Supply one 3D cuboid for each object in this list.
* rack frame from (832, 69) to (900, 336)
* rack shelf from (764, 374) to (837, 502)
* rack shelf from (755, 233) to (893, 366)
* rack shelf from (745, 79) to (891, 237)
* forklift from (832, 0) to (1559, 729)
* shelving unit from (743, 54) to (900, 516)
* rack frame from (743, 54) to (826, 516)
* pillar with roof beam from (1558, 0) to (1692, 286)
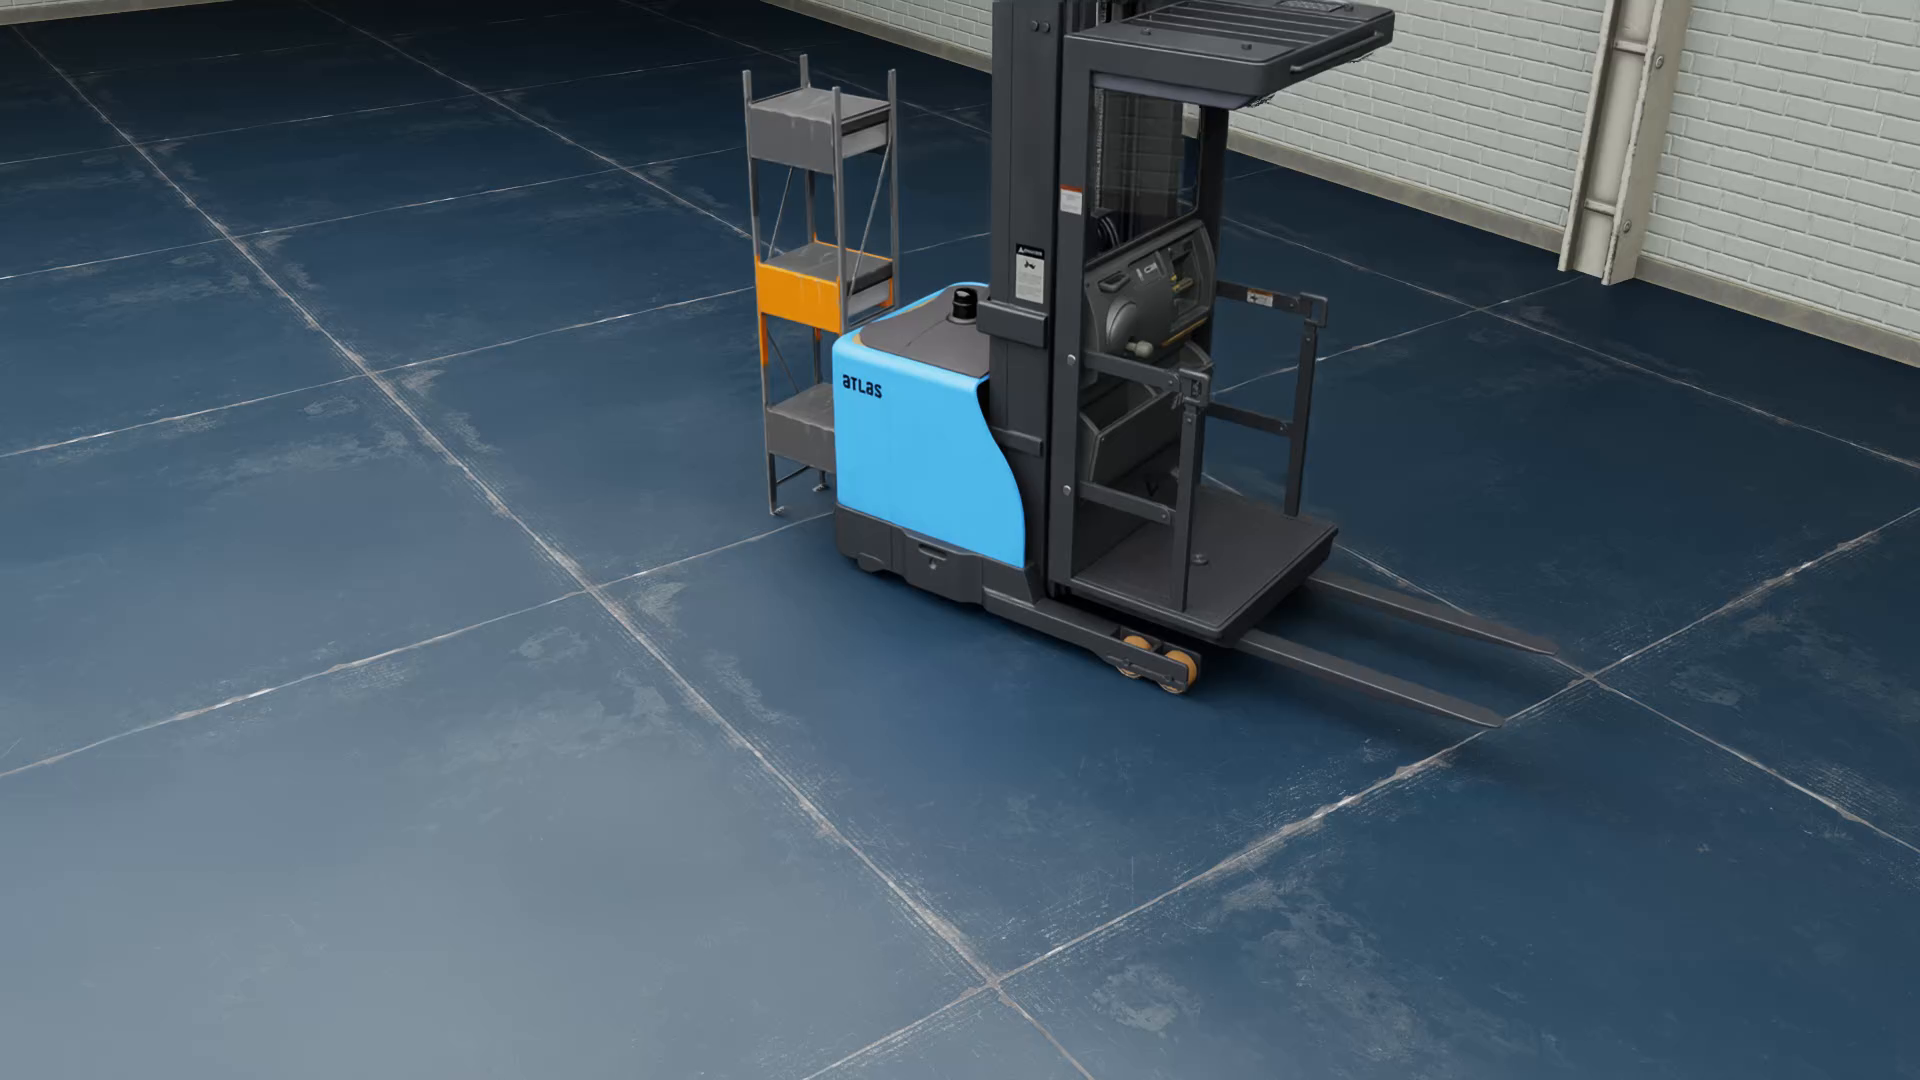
[{"bbox_3d":[-0.394,-0.980,7.354,0.015,2.100,0.400,19,34,31],"label":"rack frame"},{"bbox_3d":[-0.591,-0.422,7.821,0.480,0.518,0.431,19,34,31],"label":"rack shelf"},{"bbox_3d":[-0.591,-1.037,7.487,0.480,0.518,0.431,19,34,31],"label":"rack shelf"},{"bbox_3d":[-0.591,-1.652,7.153,0.480,0.518,0.431,19,34,31],"label":"rack shelf"},{"bbox_3d":[0.927,-0.965,6.457,3.031,2.935,1.130,19,34,31],"label":"forklift"},{"bbox_3d":[-0.591,-1.049,7.481,0.503,2.100,0.431,19,34,31],"label":"shelving unit"},{"bbox_3d":[-0.788,-1.117,7.607,0.015,2.100,0.400,19,34,31],"label":"rack frame"},{"bbox_3d":[0.708,-4.532,6.666,9.100,9.000,0.400,-19,34,-31],"label":"pillar with roof beam"}]
